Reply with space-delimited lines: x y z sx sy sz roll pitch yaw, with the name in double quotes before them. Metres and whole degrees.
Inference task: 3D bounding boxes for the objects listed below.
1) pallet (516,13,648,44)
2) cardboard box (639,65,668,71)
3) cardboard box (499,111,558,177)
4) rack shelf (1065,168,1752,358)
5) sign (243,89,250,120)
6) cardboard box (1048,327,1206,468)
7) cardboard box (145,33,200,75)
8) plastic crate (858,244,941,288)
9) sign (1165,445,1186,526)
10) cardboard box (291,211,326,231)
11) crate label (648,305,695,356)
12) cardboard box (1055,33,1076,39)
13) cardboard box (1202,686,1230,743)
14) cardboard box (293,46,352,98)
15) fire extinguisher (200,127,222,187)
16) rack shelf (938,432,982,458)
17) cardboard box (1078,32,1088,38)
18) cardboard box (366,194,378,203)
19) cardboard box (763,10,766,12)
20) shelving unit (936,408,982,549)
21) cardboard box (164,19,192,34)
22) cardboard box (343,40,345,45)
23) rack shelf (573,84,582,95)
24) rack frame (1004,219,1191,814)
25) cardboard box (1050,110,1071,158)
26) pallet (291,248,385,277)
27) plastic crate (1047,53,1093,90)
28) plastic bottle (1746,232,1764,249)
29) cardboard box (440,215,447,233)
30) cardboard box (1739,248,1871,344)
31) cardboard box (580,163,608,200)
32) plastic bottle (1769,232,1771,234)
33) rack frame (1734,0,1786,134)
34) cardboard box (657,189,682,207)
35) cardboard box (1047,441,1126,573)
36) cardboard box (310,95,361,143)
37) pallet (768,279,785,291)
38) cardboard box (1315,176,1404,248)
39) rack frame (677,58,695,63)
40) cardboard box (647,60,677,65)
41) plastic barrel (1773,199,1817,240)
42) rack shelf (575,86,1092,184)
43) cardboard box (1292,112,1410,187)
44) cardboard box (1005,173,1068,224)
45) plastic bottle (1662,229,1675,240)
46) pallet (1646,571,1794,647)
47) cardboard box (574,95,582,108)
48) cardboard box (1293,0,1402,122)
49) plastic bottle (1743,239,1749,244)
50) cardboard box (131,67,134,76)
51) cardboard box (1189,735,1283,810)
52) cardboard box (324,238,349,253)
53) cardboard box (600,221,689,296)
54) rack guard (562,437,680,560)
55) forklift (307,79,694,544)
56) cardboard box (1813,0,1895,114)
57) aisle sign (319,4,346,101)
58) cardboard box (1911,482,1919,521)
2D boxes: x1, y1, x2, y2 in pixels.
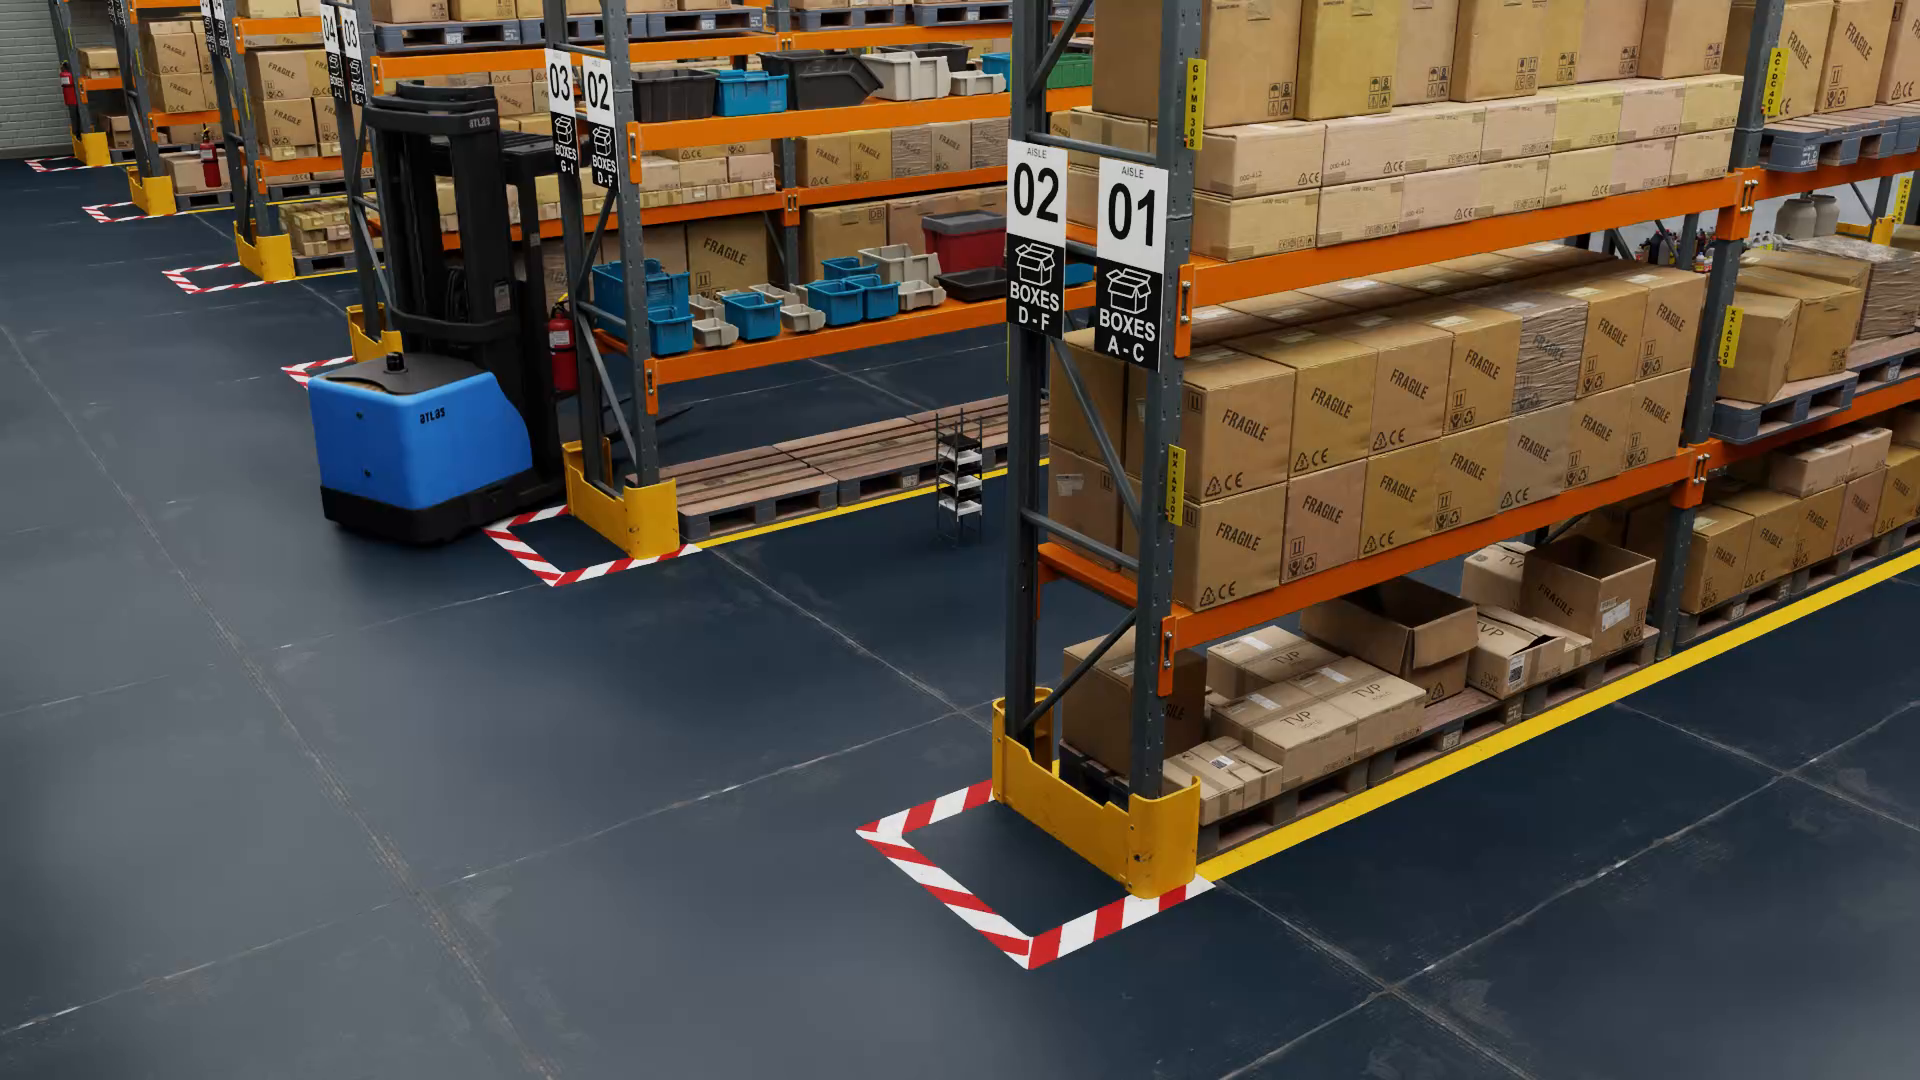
"pallet" -3.642 -4.745 15.312 1.213 0.211 1.003 -15 26 -33
"cardboard box" -3.944 -6.014 21.390 0.250 0.149 0.380 -15 26 -33
"cardboard box" -3.859 -3.625 15.223 0.500 0.500 0.500 -16 27 -34
"rack shelf" 2.176 -1.474 7.967 4.000 0.370 1.077 -15 26 -33
"sign" -7.727 -4.716 18.000 0.005 0.325 0.100 -15 26 -33
"cardboard box" 0.753 -0.672 7.549 0.500 0.500 0.500 -15 26 -33
"cardboard box" -10.461 -6.474 22.089 0.500 0.500 0.500 -16 27 -34
"plastic crate" -0.437 -2.037 12.532 0.530 0.282 0.437 -15 26 -33
"sign" 0.870 -0.221 6.735 0.005 0.325 0.100 -15 26 -33
"cardboard box" -7.421 -3.636 18.938 0.250 0.149 0.380 -16 27 -35
"crate label" -1.944 -1.378 10.947 0.303 0.233 0.416 -15 26 -33
"cardboard box" 1.297 -7.476 24.601 0.500 0.500 0.700 -15 26 -34
"cardboard box" 1.232 0.877 8.381 0.250 0.166 0.380 -15 26 -33
"cardboard box" -7.119 -5.255 18.633 0.500 0.500 0.500 -14 26 -31
"fire extinguisher" -8.518 -4.353 18.864 0.183 0.674 0.296 -15 26 -33
"rack shelf" -0.007 -0.636 11.137 0.200 0.077 0.258 -15 26 -33
"cardboard box" 2.016 -7.716 25.025 0.550 0.550 0.875 -15 26 -33
"cardboard box" -6.956 -4.059 19.998 0.250 0.149 0.380 -14 26 -31
"cardboard box" -3.360 -8.796 27.415 0.250 0.149 0.380 -16 27 -35
"shelving unit" -0.007 -0.416 11.225 0.210 0.900 0.258 -15 26 -33
"cardboard box" -10.396 -6.829 22.102 0.250 0.149 0.380 -14 26 -32
"cardboard box" -6.990 -5.525 19.310 0.500 0.500 0.500 -13 25 -30
"rack shelf" -6.147 -6.909 25.635 4.000 0.370 1.077 -15 26 -33
"rack frame" 0.553 0.018 7.305 0.127 3.000 1.000 -15 26 -33
"cardboard box" 1.008 -4.560 18.642 0.500 0.500 0.500 -14 26 -31
"pallet" -7.303 -3.364 19.542 1.213 0.211 1.003 -15 26 -33
"plastic crate" 0.743 -3.451 12.236 0.662 0.188 0.450 -15 26 -33
"plastic bottle" 8.800 -3.227 18.418 0.185 0.351 0.144 -15 26 -33
"cardboard box" -4.749 -2.824 14.766 0.250 0.149 0.380 -15 26 -32
"cardboard box" 5.198 -1.490 10.383 0.700 0.500 0.500 17 27 36
"cardboard box" -3.434 -3.391 15.649 0.500 0.250 0.500 -16 27 -34
"plastic bottle" 9.133 -3.335 18.779 0.133 0.283 0.061 -15 26 -33
"rack frame" 3.800 -3.634 8.362 0.127 3.000 1.000 -15 26 -33
"cardboard box" -2.874 -3.325 16.021 0.250 0.149 0.380 -14 26 -32
"cardboard box" 0.757 -0.207 7.734 0.500 0.500 0.500 -14 26 -31
"cardboard box" -7.099 -4.800 18.841 0.500 0.500 0.500 -15 26 -33
"pallet" -1.400 -2.724 17.937 1.213 0.211 1.003 -15 26 -33
"cardboard box" 1.532 -1.445 7.125 0.500 0.250 0.500 -15 26 -33
"rack frame" -4.523 -7.676 26.586 0.127 3.000 1.000 -15 26 -33
"cardboard box" -4.782 -7.419 26.144 0.500 0.250 0.500 -16 27 -35
"plastic barrel" 9.754 -3.702 19.417 0.421 0.512 0.421 0 22 0
"rack shelf" -0.714 -2.965 11.703 4.000 0.370 1.077 -15 26 -33
"cardboard box" 1.532 -1.677 7.032 0.500 0.250 0.500 -15 26 -33
"cardboard box" 0.692 -3.760 19.072 0.875 0.875 1.225 -16 27 -35
"plastic bottle" 7.914 -3.312 18.630 0.185 0.351 0.144 -16 27 -35
"pallet" 4.438 0.260 10.461 1.213 0.211 1.003 -15 26 -33
"cardboard box" -5.859 -6.568 26.109 0.875 0.875 0.875 -15 26 -32
"cardboard box" 1.416 -2.085 7.043 0.500 0.500 0.700 -15 26 -33
"plastic bottle" 8.693 -3.232 18.530 0.135 0.276 0.152 -15 26 -33
"cardboard box" -13.120 -7.445 26.347 0.250 0.149 0.380 -15 26 -34
"cardboard box" 1.296 1.088 7.852 0.250 0.166 0.380 -15 26 -33
"cardboard box" -7.267 -3.447 19.267 0.250 0.149 0.380 -15 26 -33
"cardboard box" -3.296 -2.724 16.475 0.875 0.875 0.875 -15 26 -33
"rack guard" -2.349 -0.303 11.482 0.348 0.500 1.175 -15 26 -33
"forklift" -3.242 -1.834 12.037 1.130 2.935 3.031 13 25 29
"cardboard box" 4.781 -2.768 9.401 0.600 0.600 0.600 -15 26 -33
"aisle sign" -5.463 -4.245 14.481 0.004 0.787 0.394 -15 26 -33
"cardboard box" 6.425 -0.484 11.341 0.500 0.500 0.500 -14 26 -31
